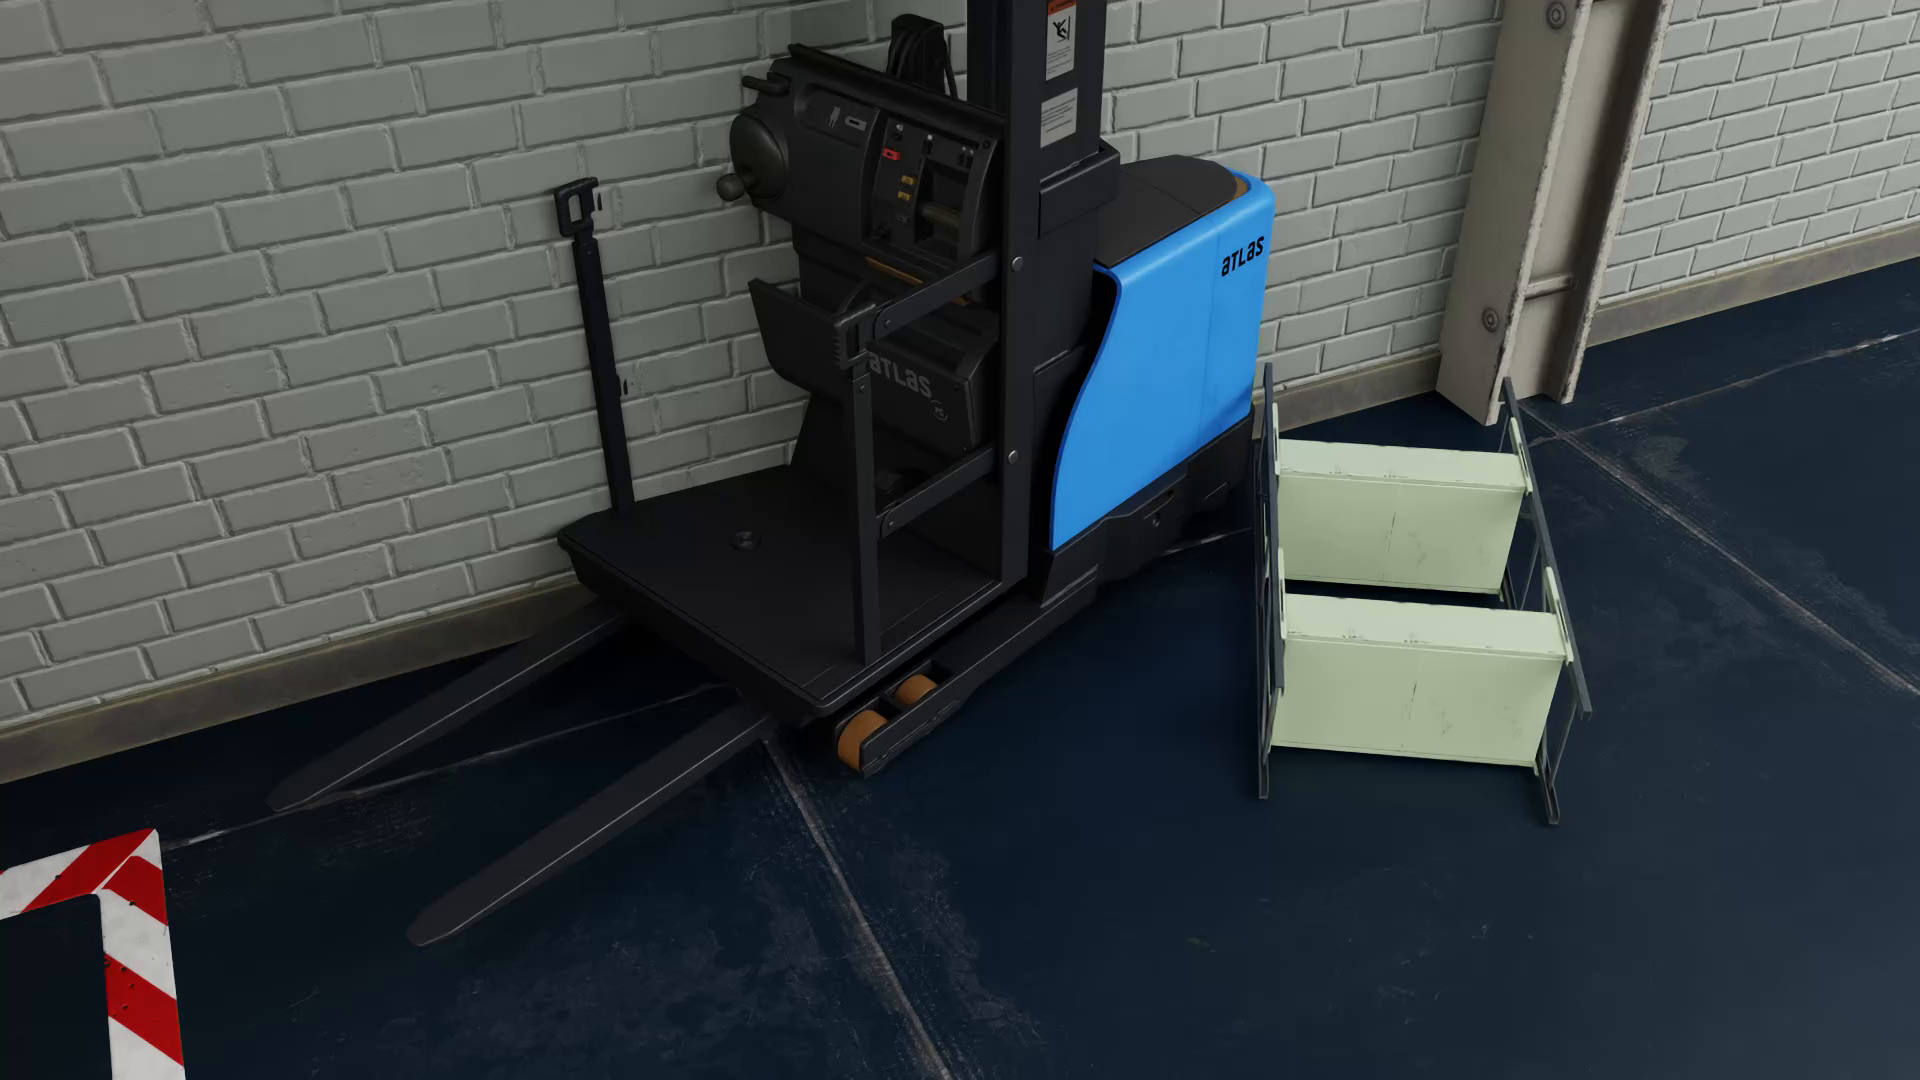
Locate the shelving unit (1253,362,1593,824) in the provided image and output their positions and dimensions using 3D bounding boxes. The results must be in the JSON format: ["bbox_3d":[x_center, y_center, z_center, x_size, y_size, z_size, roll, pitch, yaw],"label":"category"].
[{"bbox_3d":[1.244,0.083,4.746,0.755,0.431,1.500,4,38,6],"label":"shelving unit"}]

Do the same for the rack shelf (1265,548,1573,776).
[{"bbox_3d":[1.195,0.322,4.441,0.720,0.431,0.370,4,38,6],"label":"rack shelf"}]

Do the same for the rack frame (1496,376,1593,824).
[{"bbox_3d":[1.607,0.109,4.707,0.023,0.400,1.500,4,38,6],"label":"rack frame"}]

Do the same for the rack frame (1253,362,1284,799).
[{"bbox_3d":[0.881,0.057,4.784,0.023,0.400,1.500,4,38,6],"label":"rack frame"}]

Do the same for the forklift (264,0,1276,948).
[{"bbox_3d":[-0.422,-0.901,4.004,1.130,2.935,3.031,28,45,33],"label":"forklift"}]

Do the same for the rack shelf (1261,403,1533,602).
[{"bbox_3d":[1.285,-0.117,5.000,0.720,0.431,0.370,4,38,6],"label":"rack shelf"}]

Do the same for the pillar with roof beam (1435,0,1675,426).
[{"bbox_3d":[3.769,-1.821,0.152,0.400,9.000,9.100,-16,39,-20],"label":"pillar with roof beam"}]
